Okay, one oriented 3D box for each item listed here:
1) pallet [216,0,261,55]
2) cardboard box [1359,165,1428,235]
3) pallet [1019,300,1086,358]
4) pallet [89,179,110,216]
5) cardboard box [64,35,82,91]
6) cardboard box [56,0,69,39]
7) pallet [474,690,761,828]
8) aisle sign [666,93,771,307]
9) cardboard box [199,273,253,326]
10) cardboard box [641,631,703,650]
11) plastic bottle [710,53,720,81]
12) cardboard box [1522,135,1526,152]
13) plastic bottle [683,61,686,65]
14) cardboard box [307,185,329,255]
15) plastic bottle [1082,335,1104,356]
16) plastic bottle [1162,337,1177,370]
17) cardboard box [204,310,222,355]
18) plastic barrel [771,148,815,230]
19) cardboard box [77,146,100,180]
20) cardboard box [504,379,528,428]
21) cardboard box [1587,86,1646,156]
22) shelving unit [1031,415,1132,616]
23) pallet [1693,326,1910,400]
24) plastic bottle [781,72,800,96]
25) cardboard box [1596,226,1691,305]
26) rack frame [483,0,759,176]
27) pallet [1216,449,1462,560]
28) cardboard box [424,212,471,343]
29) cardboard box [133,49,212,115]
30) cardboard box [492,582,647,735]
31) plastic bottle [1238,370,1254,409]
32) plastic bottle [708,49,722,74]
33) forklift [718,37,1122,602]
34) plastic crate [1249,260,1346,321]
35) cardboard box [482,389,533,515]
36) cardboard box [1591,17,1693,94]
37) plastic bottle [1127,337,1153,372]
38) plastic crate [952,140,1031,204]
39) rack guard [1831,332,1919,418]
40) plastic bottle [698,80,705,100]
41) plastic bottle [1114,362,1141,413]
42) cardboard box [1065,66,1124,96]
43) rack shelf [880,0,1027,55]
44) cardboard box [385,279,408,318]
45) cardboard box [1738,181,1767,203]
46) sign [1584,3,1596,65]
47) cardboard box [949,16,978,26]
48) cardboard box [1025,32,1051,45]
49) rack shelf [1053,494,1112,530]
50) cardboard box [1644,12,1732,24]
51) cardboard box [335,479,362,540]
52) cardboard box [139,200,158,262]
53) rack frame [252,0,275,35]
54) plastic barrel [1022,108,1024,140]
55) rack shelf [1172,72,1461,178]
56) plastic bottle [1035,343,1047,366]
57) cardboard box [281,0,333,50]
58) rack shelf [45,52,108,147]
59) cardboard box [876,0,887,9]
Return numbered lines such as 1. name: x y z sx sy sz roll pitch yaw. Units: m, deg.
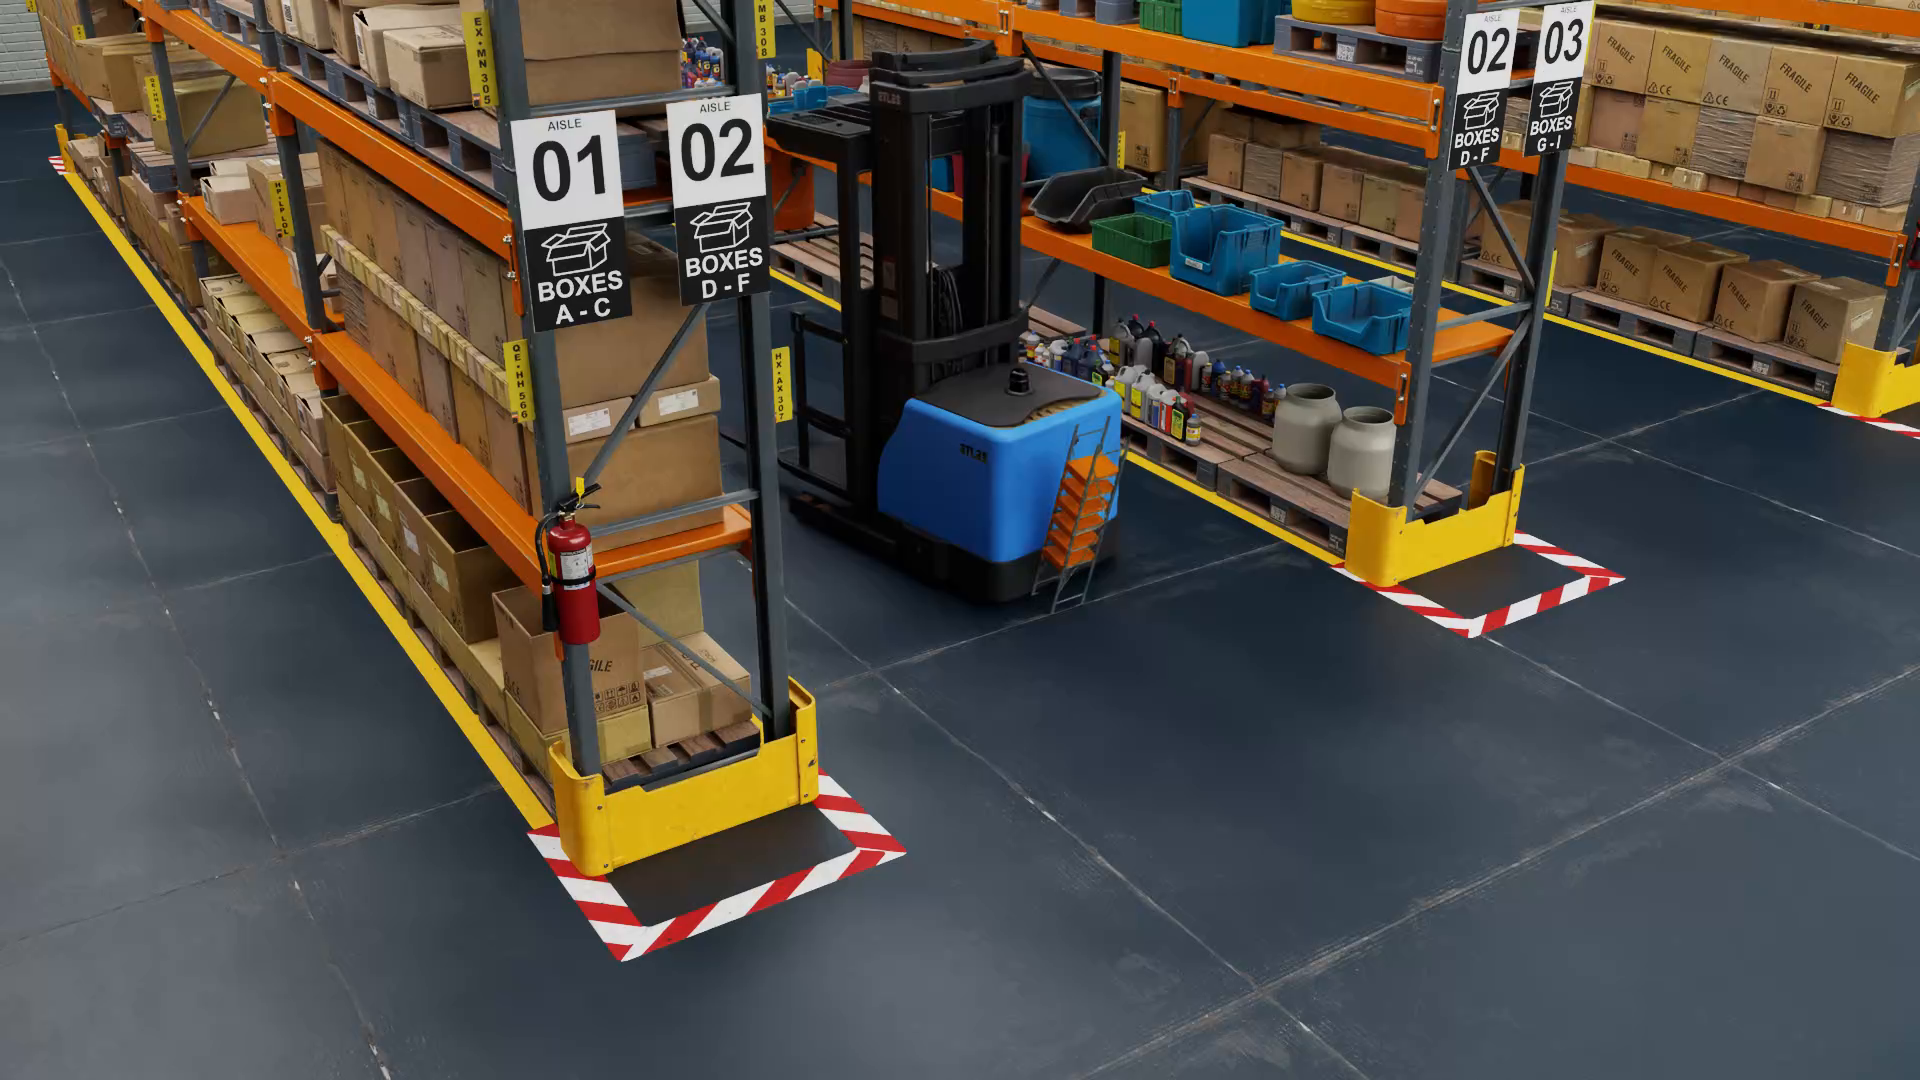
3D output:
1. pallet: -3.903 -3.112 10.039 0.805 0.209 1.217 -17 30 -32
2. cardboard box: 4.329 -3.305 16.150 0.700 0.500 0.500 -16 29 -30
3. pallet: 0.280 -1.693 13.590 1.003 0.211 1.213 -16 29 -30
4. pallet: -8.822 -3.812 18.079 1.003 0.211 1.213 -16 29 -30
5. cardboard box: -8.831 -4.922 17.046 0.500 0.500 0.500 -15 29 -28
6. cardboard box: -8.828 -5.372 16.827 0.500 0.500 0.500 -15 29 -29
7. pallet: -1.680 0.898 8.099 1.003 0.211 1.213 -16 29 -30
8. aisle sign: -0.935 -1.322 6.492 0.394 0.787 0.004 -16 29 -30
9. cardboard box: -5.555 -1.904 12.843 0.500 0.311 0.500 -14 29 -28
10. cardboard box: -1.610 0.533 8.336 0.500 0.250 0.500 -16 29 -30
11. plastic bottle: -2.559 -4.942 17.356 0.097 0.271 0.097 0 25 0
12. cardboard box: 5.042 -3.401 14.234 0.380 0.149 0.250 -16 29 -30
13. plastic bottle: -2.793 -4.733 16.914 0.097 0.271 0.097 0 25 0
14. cardboard box: -4.104 -2.042 10.944 0.500 0.500 0.500 -13 28 -26
15. plastic bottle: 0.955 -1.332 12.145 0.144 0.351 0.185 -16 29 -30
16. plastic bottle: 1.563 -1.373 12.311 0.061 0.283 0.133 -13 28 -26
17. cardboard box: -5.555 -1.651 12.962 0.500 0.250 0.500 -16 29 -30
18. plastic barrel: -1.724 -3.493 16.185 0.600 0.830 0.708 -16 29 -30
19. cardboard box: -9.357 -4.159 18.252 0.500 0.250 0.500 -16 29 -30
20. cardboard box: -1.740 -0.623 7.179 0.380 0.149 0.250 -15 29 -28
21. cardboard box: 5.686 -3.499 13.682 0.875 0.500 0.500 -16 29 -30
22. shelving unit: 0.654 -0.119 9.092 0.258 1.200 0.189 -17 47 -32
23. pallet: 6.619 -1.471 13.119 1.003 0.211 1.213 -16 29 -30
24. plastic bottle: -1.660 -4.453 16.314 0.152 0.276 0.135 -16 29 -30
25. cardboard box: 5.800 -2.337 14.123 0.500 0.500 0.500 -19 31 -34
26. rack frame: -1.227 -2.812 5.665 1.000 3.000 0.127 -16 29 -30
27. pallet: 2.405 -0.299 10.636 1.003 0.211 1.213 -16 29 -30
28. cardboard box: -2.068 -1.286 7.825 0.700 0.500 0.500 -15 29 -29
29. cardboard box: -6.762 -4.008 14.618 0.500 0.500 0.700 21 33 37
30. cardboard box: -1.769 0.493 7.542 0.500 0.500 0.500 -16 29 -30
31. plastic bottle: 2.009 -1.061 11.664 0.097 0.271 0.097 0 25 0
32. plastic bottle: -2.592 -5.063 17.607 0.152 0.276 0.135 -16 29 -30
33. forklift: -0.428 -1.519 10.035 1.130 2.935 3.031 -22 33 -38
34. plastic crate: 2.051 -1.527 10.146 0.499 0.251 0.408 -16 29 -30
35. cardboard box: -1.762 -0.501 7.680 0.700 0.500 0.500 -15 29 -28
36. cardboard box: 5.470 -3.891 13.342 0.500 0.500 0.500 -16 29 -30
37. plastic bottle: 1.329 -1.374 12.323 0.152 0.276 0.135 -16 29 -30
38. plastic crate: 0.221 -2.813 12.621 0.402 0.464 0.583 -16 29 -30
39. rack guard: 7.033 -1.303 12.424 1.175 0.500 0.348 -16 29 -30
40. plastic bottle: -2.513 -4.406 16.301 0.097 0.201 0.097 0 25 0
41. plastic bottle: 1.169 -1.079 11.609 0.144 0.351 0.185 -16 30 -30
42. cardboard box: 1.868 -5.069 19.471 1.225 0.875 0.875 -15 29 -29
43. rack shelf: -0.351 -4.429 13.447 1.077 0.370 4.000 -16 29 -30
44. cardboard box: -2.720 -1.267 8.543 0.380 0.149 0.250 -17 30 -31
45. cardboard box: 6.205 -2.705 12.761 0.380 0.149 0.250 -16 29 -30
46. sign: 3.388 -2.739 9.014 0.100 0.325 0.005 -16 29 -30
47. cardboard box: 0.083 -6.617 21.048 0.380 0.149 0.250 -15 29 -29
48. cardboard box: 1.114 -6.162 19.672 0.500 0.500 0.500 -16 30 -31
49. rack shelf: 0.667 -0.177 9.045 0.258 0.103 0.180 -17 47 -32
50. cardboard box: 5.914 -4.014 13.603 0.500 0.500 0.500 -16 29 -30
51. cardboard box: -3.412 -0.239 9.972 0.500 0.250 0.500 -16 29 -30
52. cardboard box: -7.151 -2.861 15.209 0.500 0.500 0.500 -15 29 -29
53. rack frame: -3.411 -4.242 8.695 1.000 3.000 0.127 -16 29 -30
54. plastic barrel: 0.403 -3.137 13.223 0.433 0.535 0.433 0 25 0
55. rack shelf: 3.799 -4.227 16.533 1.077 0.370 4.000 -16 29 -30
56. plastic bottle: 0.603 -1.364 12.387 0.097 0.201 0.097 0 25 0
57. cardboard box: -3.062 -2.664 8.314 0.500 0.311 0.500 -17 30 -32
58. rack shelf: -8.870 -4.781 17.706 1.077 0.370 4.000 -16 29 -30
59. cardboard box: -0.902 -7.262 22.413 0.380 0.149 0.250 -16 30 -31
